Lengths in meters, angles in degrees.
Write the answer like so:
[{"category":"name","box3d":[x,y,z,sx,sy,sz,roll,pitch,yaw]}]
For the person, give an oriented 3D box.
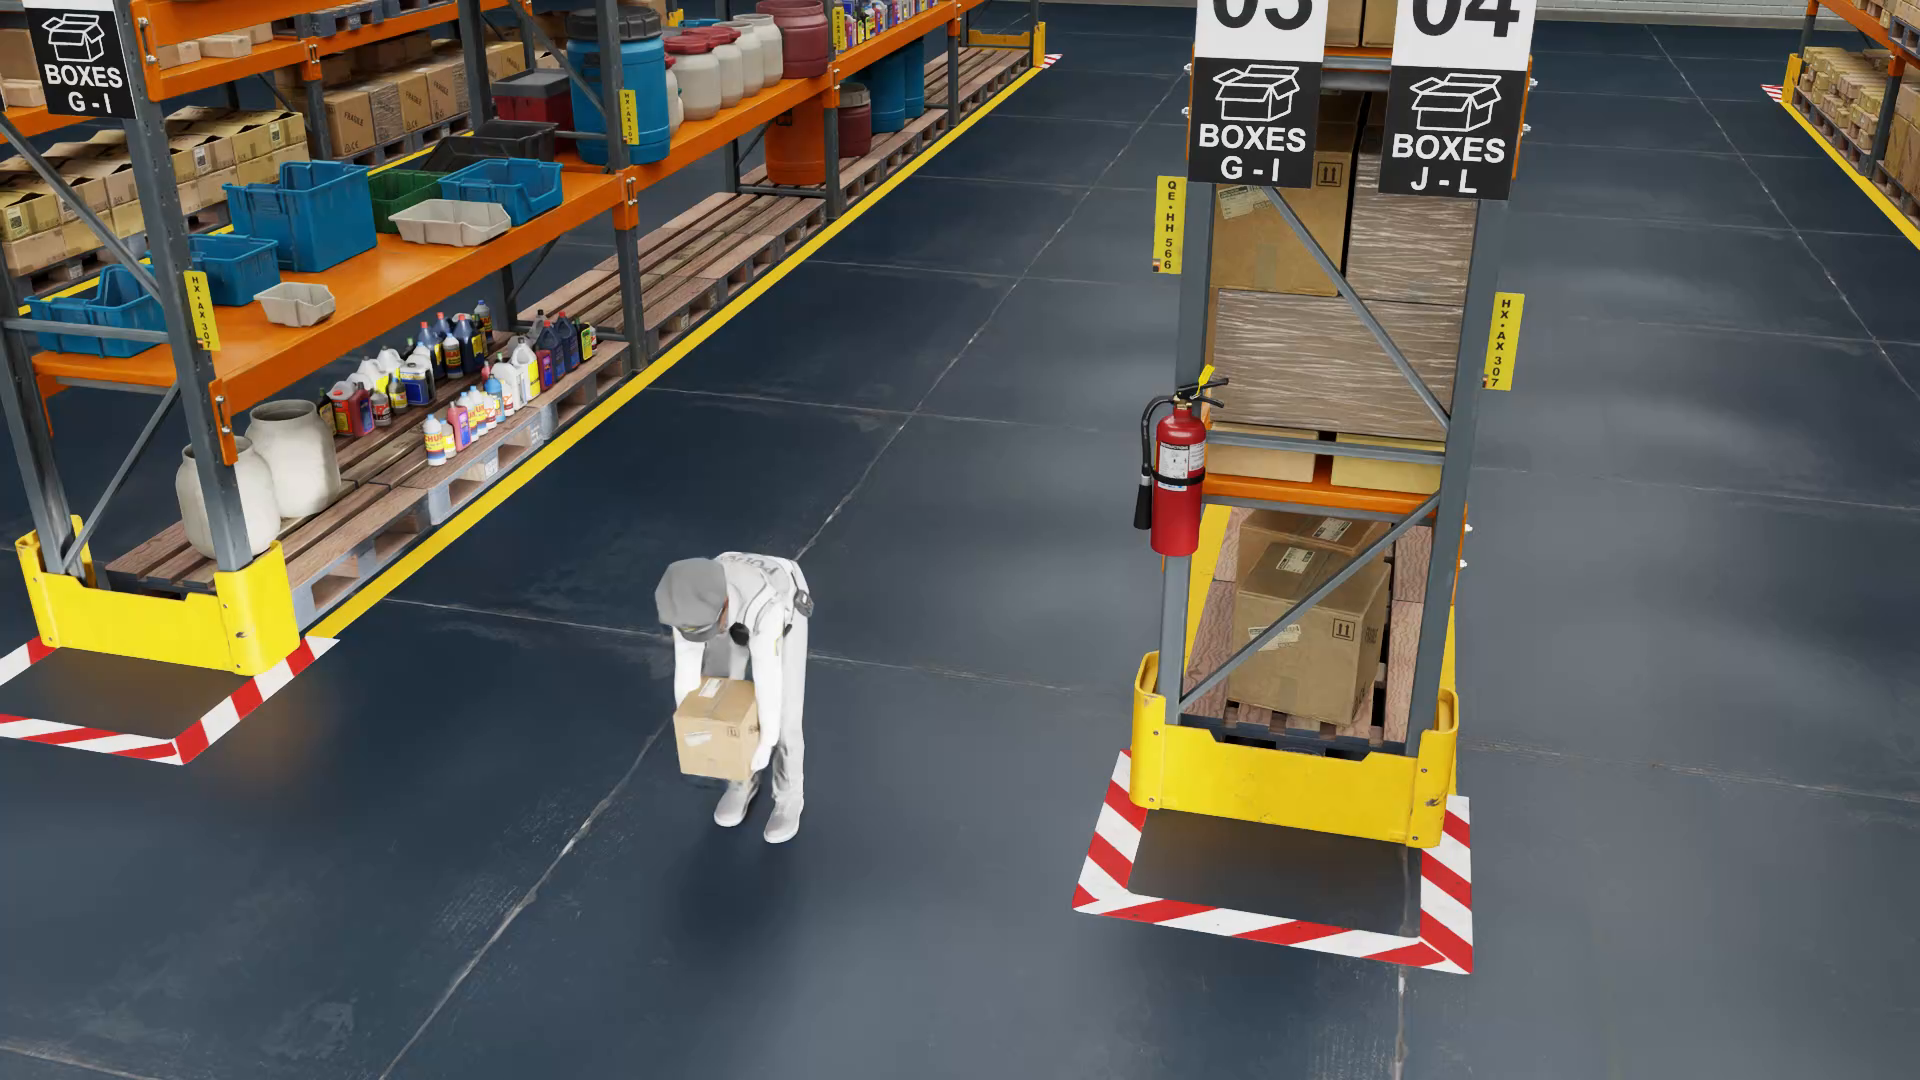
[{"category":"person","box3d":[-0.789,0.543,5.892,0.409,1.306,0.885,6,26,12]}]
